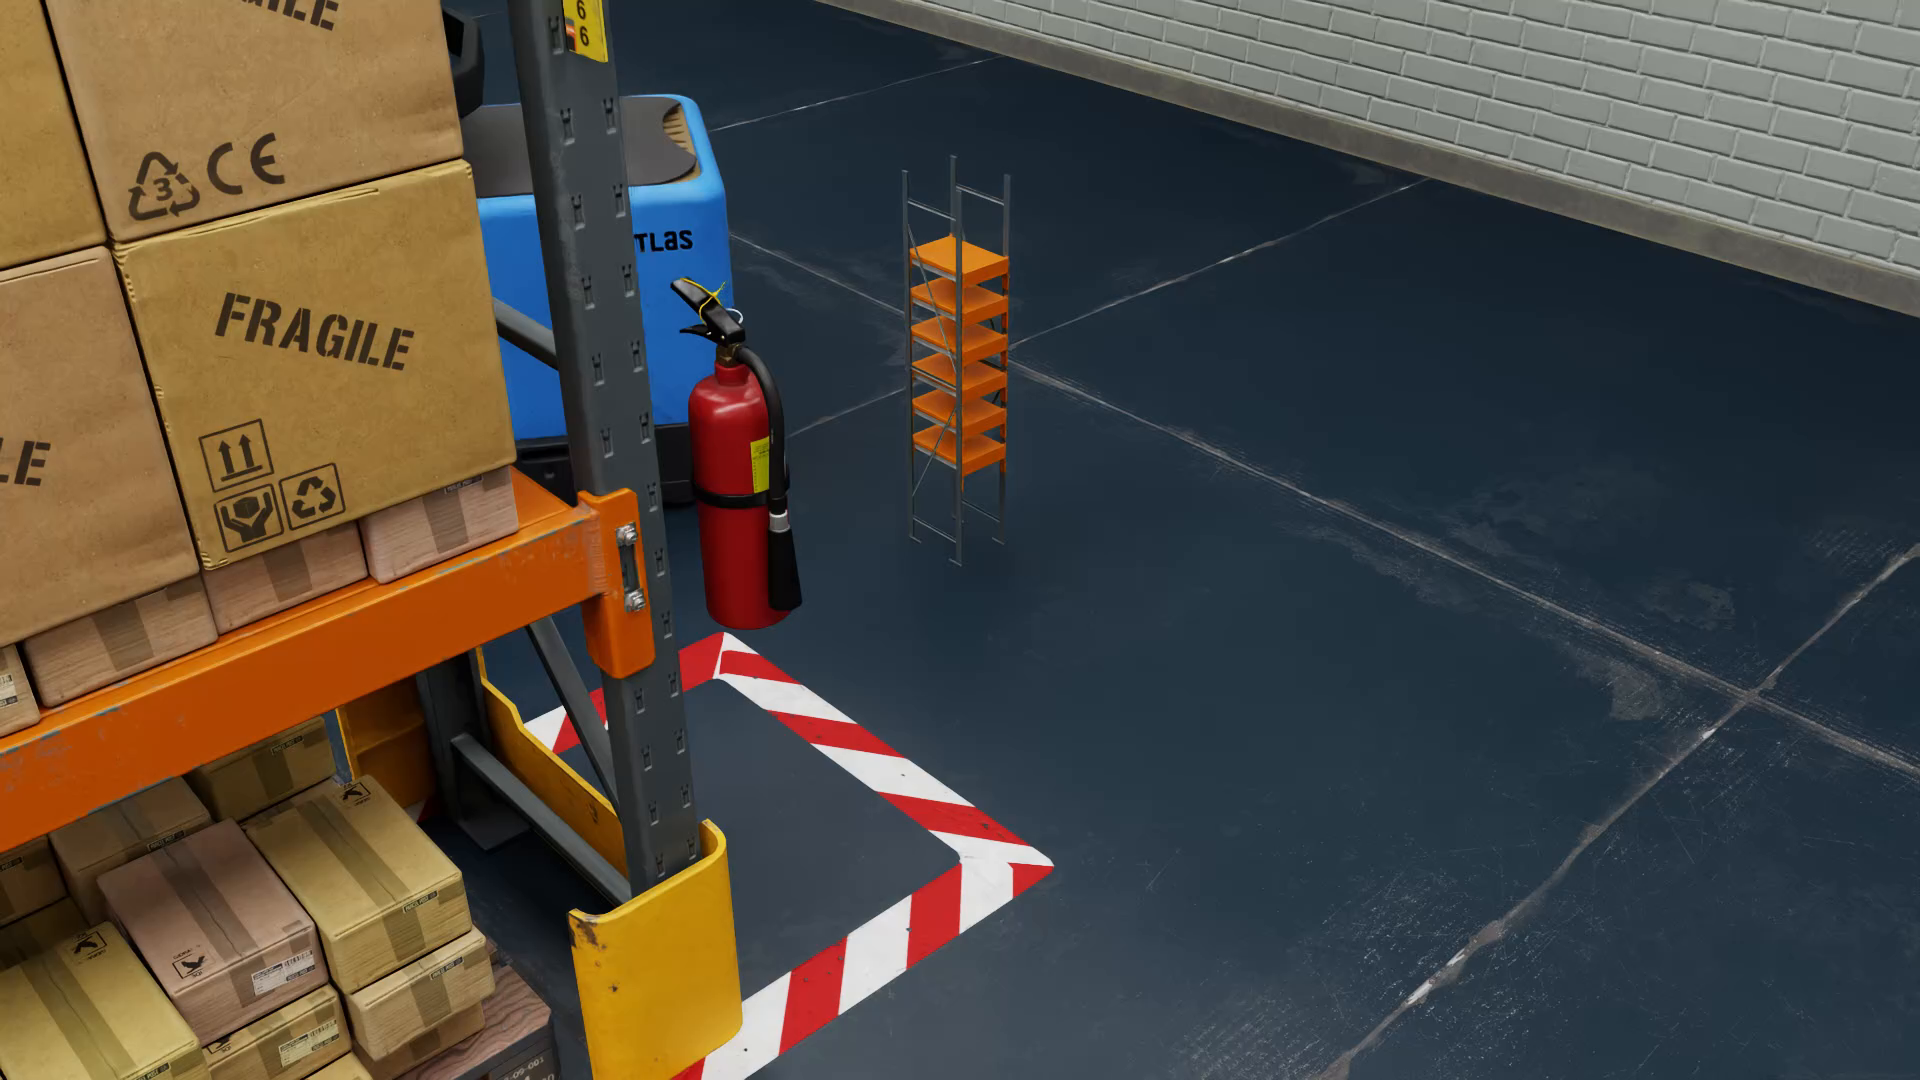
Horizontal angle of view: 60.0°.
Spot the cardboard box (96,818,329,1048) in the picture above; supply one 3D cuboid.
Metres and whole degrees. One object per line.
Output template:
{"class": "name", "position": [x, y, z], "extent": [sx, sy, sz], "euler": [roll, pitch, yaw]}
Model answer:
{"class": "cardboard box", "position": [-1.345, 0.700, 2.990], "extent": [0.250, 0.149, 0.380], "euler": [-25, 39, -35]}

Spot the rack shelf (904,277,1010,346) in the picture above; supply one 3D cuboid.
{"class": "rack shelf", "position": [-0.011, -0.674, 4.827], "extent": [0.180, 0.103, 0.258], "euler": [-26, 40, -35]}

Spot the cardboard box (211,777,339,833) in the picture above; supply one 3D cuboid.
{"class": "cardboard box", "position": [-1.464, 0.562, 3.500], "extent": [0.250, 0.149, 0.380], "euler": [-24, 39, -34]}

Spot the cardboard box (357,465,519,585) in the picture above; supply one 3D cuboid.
{"class": "cardboard box", "position": [-0.952, -0.104, 2.786], "extent": [0.250, 0.149, 0.380], "euler": [-26, 40, -35]}

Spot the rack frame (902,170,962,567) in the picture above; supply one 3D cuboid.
{"class": "rack frame", "position": [-0.078, -0.474, 4.876], "extent": [0.006, 1.200, 0.240], "euler": [-26, 40, -35]}

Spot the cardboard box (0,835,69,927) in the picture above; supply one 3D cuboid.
{"class": "cardboard box", "position": [-1.913, 0.588, 3.173], "extent": [0.250, 0.149, 0.380], "euler": [-26, 40, -36]}

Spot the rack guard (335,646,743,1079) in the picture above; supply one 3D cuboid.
{"class": "rack guard", "position": [-0.961, 0.658, 3.695], "extent": [0.348, 0.500, 1.175], "euler": [-26, 40, -35]}

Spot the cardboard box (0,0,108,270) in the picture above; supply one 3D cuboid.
{"class": "cardboard box", "position": [-1.444, -0.594, 2.007], "extent": [0.500, 0.500, 0.500], "euler": [-27, 41, -37]}

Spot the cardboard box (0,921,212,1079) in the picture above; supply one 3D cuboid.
{"class": "cardboard box", "position": [-1.448, 0.840, 2.760], "extent": [0.250, 0.149, 0.380], "euler": [-27, 40, -36]}

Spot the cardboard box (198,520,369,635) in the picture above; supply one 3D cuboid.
{"class": "cardboard box", "position": [-1.160, -0.031, 2.665], "extent": [0.250, 0.149, 0.380], "euler": [-26, 40, -36]}

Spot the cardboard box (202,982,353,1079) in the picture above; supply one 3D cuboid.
{"class": "cardboard box", "position": [-1.327, 0.843, 3.041], "extent": [0.250, 0.149, 0.380], "euler": [-27, 40, -36]}

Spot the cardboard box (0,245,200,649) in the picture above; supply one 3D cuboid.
{"class": "cardboard box", "position": [-1.441, -0.166, 2.266], "extent": [0.500, 0.500, 0.500], "euler": [-27, 40, -36]}

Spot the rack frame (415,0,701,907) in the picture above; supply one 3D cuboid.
{"class": "rack frame", "position": [-0.906, -0.435, 3.087], "extent": [0.127, 3.000, 1.000], "euler": [-26, 40, -35]}

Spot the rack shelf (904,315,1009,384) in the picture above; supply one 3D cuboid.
{"class": "rack shelf", "position": [-0.011, -0.571, 4.889], "extent": [0.180, 0.103, 0.258], "euler": [-26, 40, -35]}

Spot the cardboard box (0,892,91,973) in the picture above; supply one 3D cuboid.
{"class": "cardboard box", "position": [-1.823, 0.759, 3.179], "extent": [0.250, 0.149, 0.380], "euler": [-25, 39, -35]}

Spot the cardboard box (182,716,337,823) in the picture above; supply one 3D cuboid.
{"class": "cardboard box", "position": [-1.521, 0.404, 3.474], "extent": [0.380, 0.149, 0.250], "euler": [27, 41, 37]}

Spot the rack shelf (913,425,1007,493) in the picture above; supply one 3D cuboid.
{"class": "rack shelf", "position": [-0.011, -0.264, 5.077], "extent": [0.180, 0.103, 0.258], "euler": [-26, 40, -35]}

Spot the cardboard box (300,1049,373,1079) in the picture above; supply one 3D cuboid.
{"class": "cardboard box", "position": [-1.269, 0.998, 3.072], "extent": [0.250, 0.149, 0.380], "euler": [-24, 39, -34]}

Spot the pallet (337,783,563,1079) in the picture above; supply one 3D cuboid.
{"class": "pallet", "position": [-1.581, 1.056, 3.321], "extent": [1.213, 0.211, 1.003], "euler": [-26, 40, -35]}

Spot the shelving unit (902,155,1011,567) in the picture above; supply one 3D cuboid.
{"class": "shelving unit", "position": [-0.011, -0.507, 4.929], "extent": [0.189, 1.200, 0.258], "euler": [-26, 40, -35]}

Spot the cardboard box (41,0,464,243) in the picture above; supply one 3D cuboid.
{"class": "cardboard box", "position": [-1.072, -0.774, 2.301], "extent": [0.500, 0.500, 0.500], "euler": [-27, 40, -36]}

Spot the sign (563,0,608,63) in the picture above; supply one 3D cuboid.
{"class": "sign", "position": [-0.543, -0.845, 2.343], "extent": [0.005, 0.325, 0.100], "euler": [-26, 40, -35]}

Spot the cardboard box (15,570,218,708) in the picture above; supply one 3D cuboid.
{"class": "cardboard box", "position": [-1.334, 0.064, 2.511], "extent": [0.250, 0.149, 0.380], "euler": [-26, 40, -36]}

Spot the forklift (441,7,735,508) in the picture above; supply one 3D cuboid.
{"class": "forklift", "position": [-2.264, -1.462, 4.831], "extent": [3.031, 2.935, 1.130], "euler": [-7, 32, -11]}

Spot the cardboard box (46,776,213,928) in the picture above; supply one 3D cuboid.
{"class": "cardboard box", "position": [-1.641, 0.548, 3.239], "extent": [0.250, 0.149, 0.380], "euler": [-25, 39, -35]}

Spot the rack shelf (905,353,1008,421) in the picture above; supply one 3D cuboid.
{"class": "rack shelf", "position": [-0.011, -0.469, 4.952], "extent": [0.180, 0.103, 0.258], "euler": [-26, 40, -35]}

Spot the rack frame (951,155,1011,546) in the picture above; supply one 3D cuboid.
{"class": "rack frame", "position": [0.056, -0.539, 4.982], "extent": [0.006, 1.200, 0.240], "euler": [-26, 40, -35]}

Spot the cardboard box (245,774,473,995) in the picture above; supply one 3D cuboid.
{"class": "cardboard box", "position": [-1.121, 0.633, 3.100], "extent": [0.250, 0.149, 0.380], "euler": [-25, 40, -35]}

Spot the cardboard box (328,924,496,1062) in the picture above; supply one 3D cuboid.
{"class": "cardboard box", "position": [-1.099, 0.771, 3.159], "extent": [0.250, 0.149, 0.380], "euler": [-27, 41, -37]}

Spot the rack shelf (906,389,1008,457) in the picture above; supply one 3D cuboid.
{"class": "rack shelf", "position": [-0.011, -0.366, 5.014], "extent": [0.180, 0.103, 0.258], "euler": [-26, 40, -35]}

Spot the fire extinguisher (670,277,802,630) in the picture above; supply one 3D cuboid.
{"class": "fire extinguisher", "position": [-0.407, -0.156, 3.062], "extent": [0.183, 0.674, 0.296], "euler": [-26, 40, -35]}

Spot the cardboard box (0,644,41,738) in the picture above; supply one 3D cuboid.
{"class": "cardboard box", "position": [-1.505, 0.164, 2.348], "extent": [0.250, 0.149, 0.380], "euler": [-25, 39, -34]}

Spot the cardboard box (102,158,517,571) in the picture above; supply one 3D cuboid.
{"class": "cardboard box", "position": [-1.060, -0.347, 2.561], "extent": [0.500, 0.500, 0.500], "euler": [-25, 39, -35]}

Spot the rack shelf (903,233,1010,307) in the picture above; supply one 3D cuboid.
{"class": "rack shelf", "position": [-0.011, -0.776, 4.764], "extent": [0.180, 0.103, 0.258], "euler": [-26, 40, -35]}

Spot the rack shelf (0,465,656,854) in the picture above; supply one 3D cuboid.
{"class": "rack shelf", "position": [-2.372, 0.581, 2.114], "extent": [4.000, 0.370, 1.077], "euler": [-26, 40, -35]}

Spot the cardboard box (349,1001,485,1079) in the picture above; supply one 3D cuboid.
{"class": "cardboard box", "position": [-1.150, 0.868, 3.285], "extent": [0.250, 0.149, 0.380], "euler": [-25, 39, -35]}
